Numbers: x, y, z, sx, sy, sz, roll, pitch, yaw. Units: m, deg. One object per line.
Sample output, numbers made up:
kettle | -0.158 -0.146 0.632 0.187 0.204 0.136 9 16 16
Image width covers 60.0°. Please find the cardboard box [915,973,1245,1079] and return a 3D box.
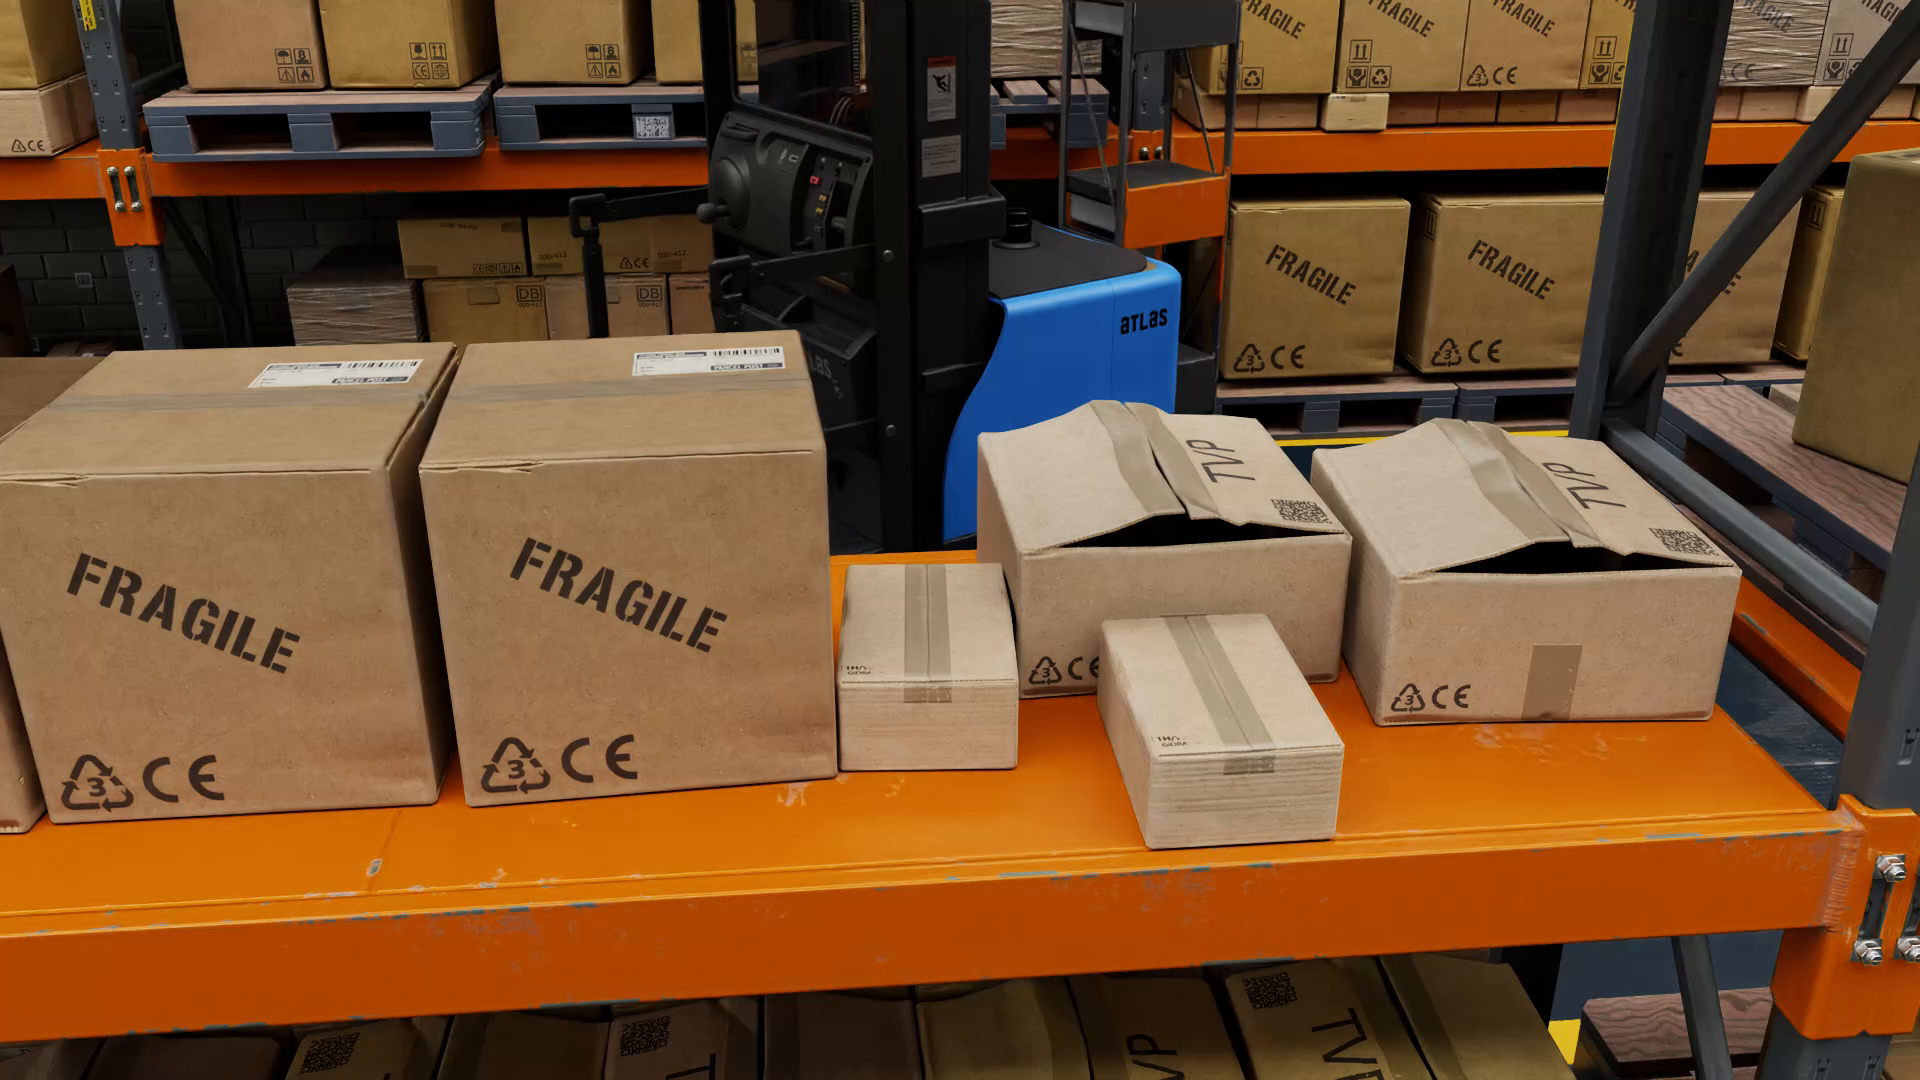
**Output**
cardboard box | 0.201 0.944 2.612 0.500 0.311 0.500 -3 24 -6

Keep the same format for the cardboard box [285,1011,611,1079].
cardboard box | -0.801 0.982 2.526 0.500 0.311 0.500 -2 24 -4

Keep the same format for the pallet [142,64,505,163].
pallet | -2.482 -1.735 6.697 1.213 0.211 1.003 -2 24 -5

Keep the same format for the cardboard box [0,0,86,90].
cardboard box | -3.697 -1.990 6.272 0.500 0.500 0.500 -2 24 -5

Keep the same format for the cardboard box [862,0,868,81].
cardboard box | -0.296 -2.201 6.845 0.500 0.500 0.700 -5 24 -10

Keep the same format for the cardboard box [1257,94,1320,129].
cardboard box | 1.326 -1.831 6.961 0.250 0.149 0.380 -2 24 -4

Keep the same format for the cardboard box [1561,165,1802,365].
cardboard box | 3.186 -1.265 7.532 0.750 0.750 0.750 -2 24 -4

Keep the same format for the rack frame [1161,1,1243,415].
rack frame | 0.901 -1.235 6.444 0.015 2.100 0.400 -14 28 -29

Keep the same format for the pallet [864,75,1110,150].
pallet | 0.025 -1.852 6.959 1.003 0.211 1.213 -2 24 -5

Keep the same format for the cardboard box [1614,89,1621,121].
cardboard box | 2.862 -1.898 7.112 0.250 0.149 0.380 -2 24 -3

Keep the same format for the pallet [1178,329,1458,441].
pallet | 1.516 -0.738 7.649 1.213 0.211 1.003 -2 24 -5

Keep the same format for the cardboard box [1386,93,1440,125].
cardboard box | 1.837 -1.867 7.043 0.250 0.149 0.380 -3 24 -6

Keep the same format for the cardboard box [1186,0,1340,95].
cardboard box | 1.232 -2.117 6.807 0.500 0.500 0.500 -2 24 -4

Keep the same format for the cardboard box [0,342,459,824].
cardboard box | -0.978 0.040 2.343 0.500 0.500 0.500 -2 24 -5

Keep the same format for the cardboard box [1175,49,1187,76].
cardboard box | 1.168 -2.327 7.278 0.500 0.500 0.500 -2 24 -5

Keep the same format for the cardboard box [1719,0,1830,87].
cardboard box | 3.262 -2.200 6.992 0.500 0.500 0.500 -2 24 -5

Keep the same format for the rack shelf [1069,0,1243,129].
rack shelf | 0.693 -1.811 6.048 0.480 0.518 0.431 -14 28 -29

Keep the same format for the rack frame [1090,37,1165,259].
rack frame | 0.724 -2.011 7.081 0.127 3.000 1.000 -2 24 -5

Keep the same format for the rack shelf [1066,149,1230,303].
rack shelf | 0.693 -1.171 6.333 0.480 0.518 0.431 -14 28 -29

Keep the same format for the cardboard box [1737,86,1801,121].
cardboard box | 3.378 -1.908 7.134 0.250 0.149 0.380 -2 24 -5

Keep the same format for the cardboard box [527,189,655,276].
cardboard box | -1.571 -1.330 7.162 0.500 0.250 0.500 -3 24 -7

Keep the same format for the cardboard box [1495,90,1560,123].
cardboard box | 2.352 -1.887 7.088 0.250 0.149 0.380 -2 24 -4

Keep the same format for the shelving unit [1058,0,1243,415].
shelving unit | 0.693 -1.183 6.327 0.503 2.100 0.431 -14 28 -29

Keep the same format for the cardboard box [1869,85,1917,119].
cardboard box | 3.885 -1.925 7.173 0.250 0.149 0.380 -2 24 -3

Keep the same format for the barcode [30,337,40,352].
barcode | -4.132 -0.869 7.393 0.075 0.075 0.001 -2 24 -5

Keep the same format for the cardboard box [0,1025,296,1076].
cardboard box | -1.377 0.785 2.969 0.500 0.311 0.500 -2 24 -5

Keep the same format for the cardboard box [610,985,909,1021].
cardboard box | -0.365 0.746 3.057 0.500 0.311 0.500 -3 24 -7

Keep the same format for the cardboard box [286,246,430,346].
cardboard box | -2.526 -0.946 7.221 0.500 0.500 0.700 -1 24 -3

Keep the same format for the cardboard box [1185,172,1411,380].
cardboard box | 1.469 -1.197 7.379 0.750 0.750 0.750 -3 24 -6

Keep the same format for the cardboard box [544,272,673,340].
cardboard box | -1.505 -0.991 7.322 0.500 0.500 0.700 -2 24 -5

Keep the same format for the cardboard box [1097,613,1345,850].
cardboard box | 0.347 0.254 2.295 0.250 0.149 0.380 -2 24 -5

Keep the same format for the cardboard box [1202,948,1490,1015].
cardboard box | 0.664 0.702 3.156 0.500 0.311 0.500 -1 24 -3

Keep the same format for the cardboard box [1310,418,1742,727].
cardboard box | 0.848 0.029 2.602 0.500 0.311 0.500 -1 24 -2

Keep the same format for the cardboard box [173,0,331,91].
cardboard box | -2.747 -2.104 6.627 0.500 0.500 0.700 -2 24 -5

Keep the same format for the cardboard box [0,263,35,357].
cardboard box | -4.286 -0.852 7.010 0.500 0.500 0.500 -4 24 -9

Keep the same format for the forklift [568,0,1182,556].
forklift | -0.716 -1.116 5.151 3.031 2.935 1.130 -16 29 -32

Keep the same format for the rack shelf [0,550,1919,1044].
rack shelf | -0.776 0.400 2.543 4.000 0.370 1.077 -2 24 -5

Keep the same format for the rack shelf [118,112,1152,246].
rack shelf | -1.266 -1.602 7.047 4.000 0.370 1.077 -2 24 -5

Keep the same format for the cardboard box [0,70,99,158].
cardboard box | -3.698 -1.650 6.430 0.500 0.250 0.500 -2 24 -5

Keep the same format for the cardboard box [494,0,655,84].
cardboard box | -1.538 -2.163 6.758 0.500 0.500 0.700 1 24 2

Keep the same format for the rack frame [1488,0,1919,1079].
rack frame | 1.214 -0.009 2.576 0.127 3.000 1.000 -2 24 -5

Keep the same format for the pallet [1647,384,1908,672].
pallet | 1.882 0.024 2.740 1.003 0.211 1.213 -2 24 -5

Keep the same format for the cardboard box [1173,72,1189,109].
cardboard box | 1.023 -2.022 7.390 0.250 0.149 0.380 -2 24 -4

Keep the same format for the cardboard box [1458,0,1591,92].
cardboard box | 2.248 -2.154 6.889 0.500 0.500 0.500 -2 24 -5

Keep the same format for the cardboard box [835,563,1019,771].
cardboard box | -0.049 0.180 2.462 0.250 0.149 0.380 -1 24 -1

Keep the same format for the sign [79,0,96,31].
sign | -3.196 -2.028 6.053 0.005 0.325 0.100 -2 24 -5
